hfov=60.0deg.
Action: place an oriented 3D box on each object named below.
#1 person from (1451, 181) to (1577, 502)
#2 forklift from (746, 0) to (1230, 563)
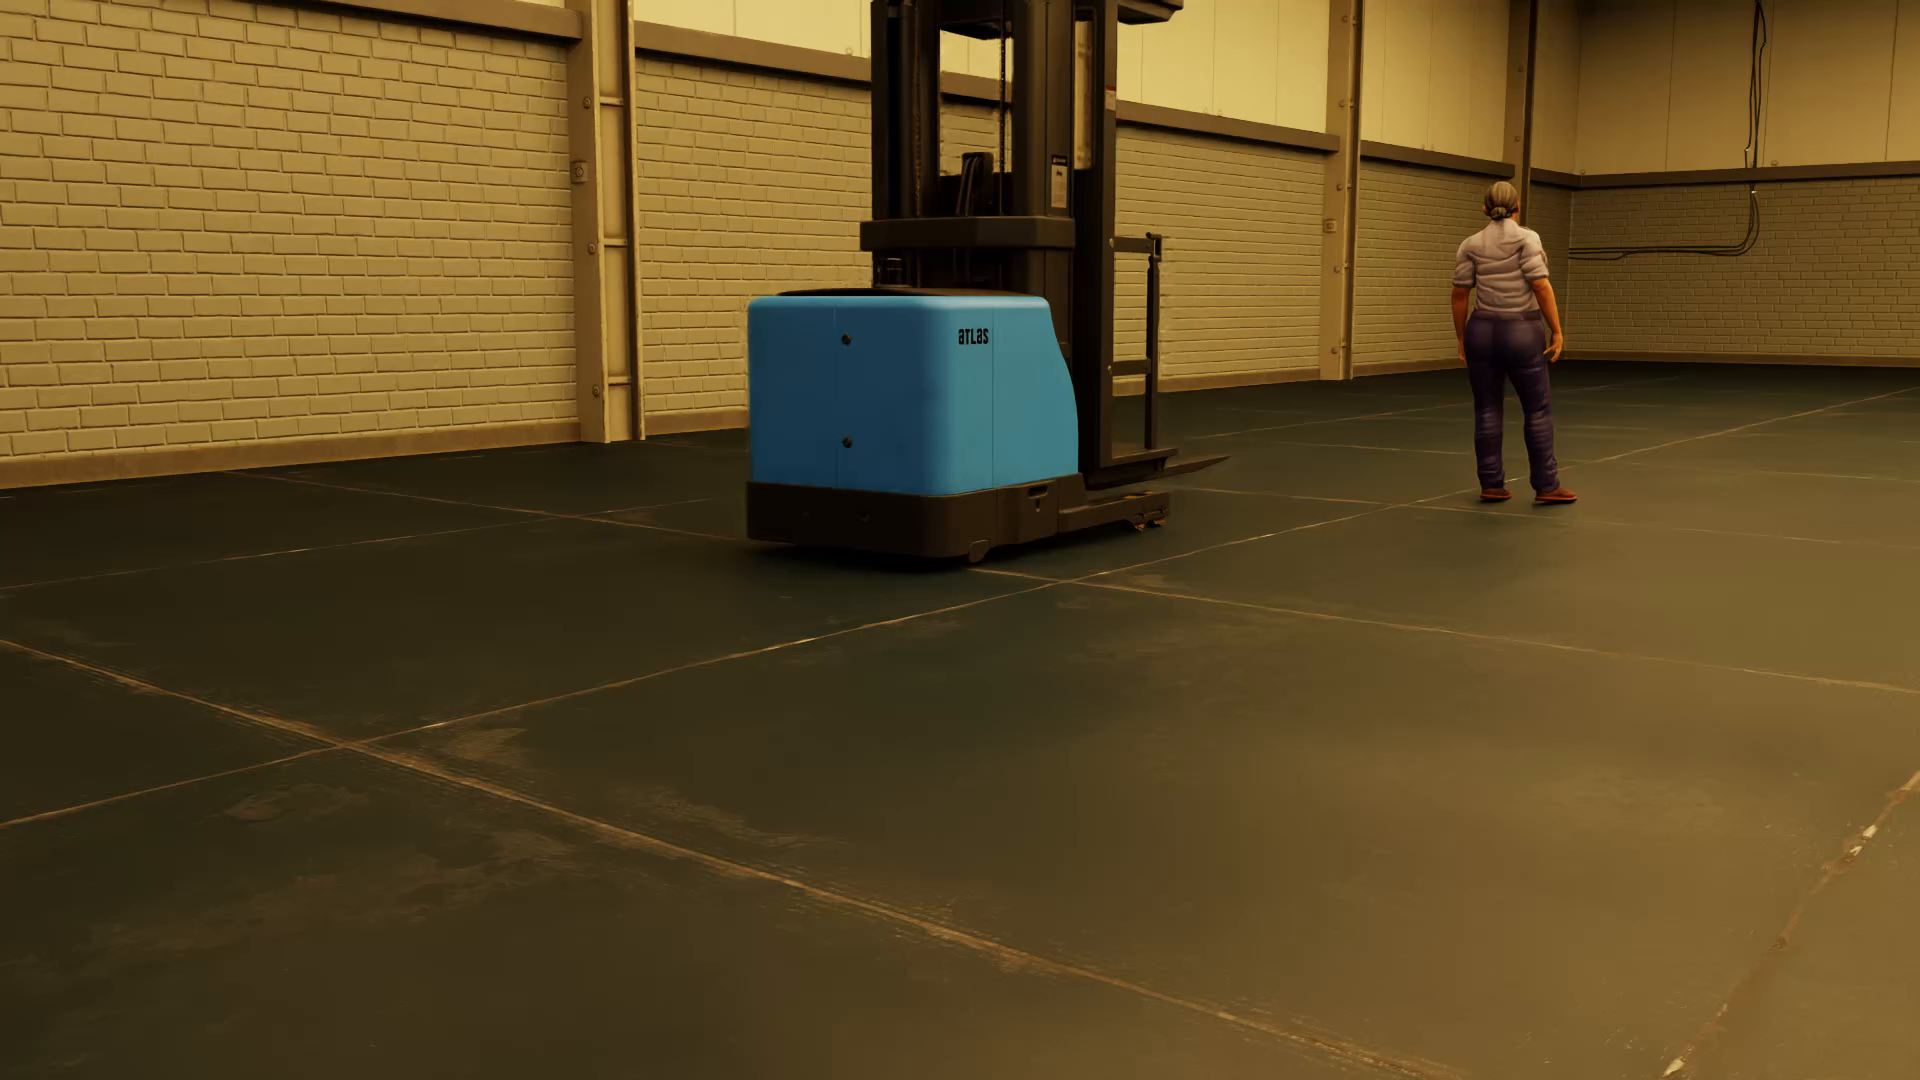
[{"bbox_3d":[2.902,-1.028,8.695,0.594,1.651,0.500,7,11,42],"label":"person"},{"bbox_3d":[0.340,-1.529,7.729,1.130,2.935,3.031,6,10,33],"label":"forklift"}]
